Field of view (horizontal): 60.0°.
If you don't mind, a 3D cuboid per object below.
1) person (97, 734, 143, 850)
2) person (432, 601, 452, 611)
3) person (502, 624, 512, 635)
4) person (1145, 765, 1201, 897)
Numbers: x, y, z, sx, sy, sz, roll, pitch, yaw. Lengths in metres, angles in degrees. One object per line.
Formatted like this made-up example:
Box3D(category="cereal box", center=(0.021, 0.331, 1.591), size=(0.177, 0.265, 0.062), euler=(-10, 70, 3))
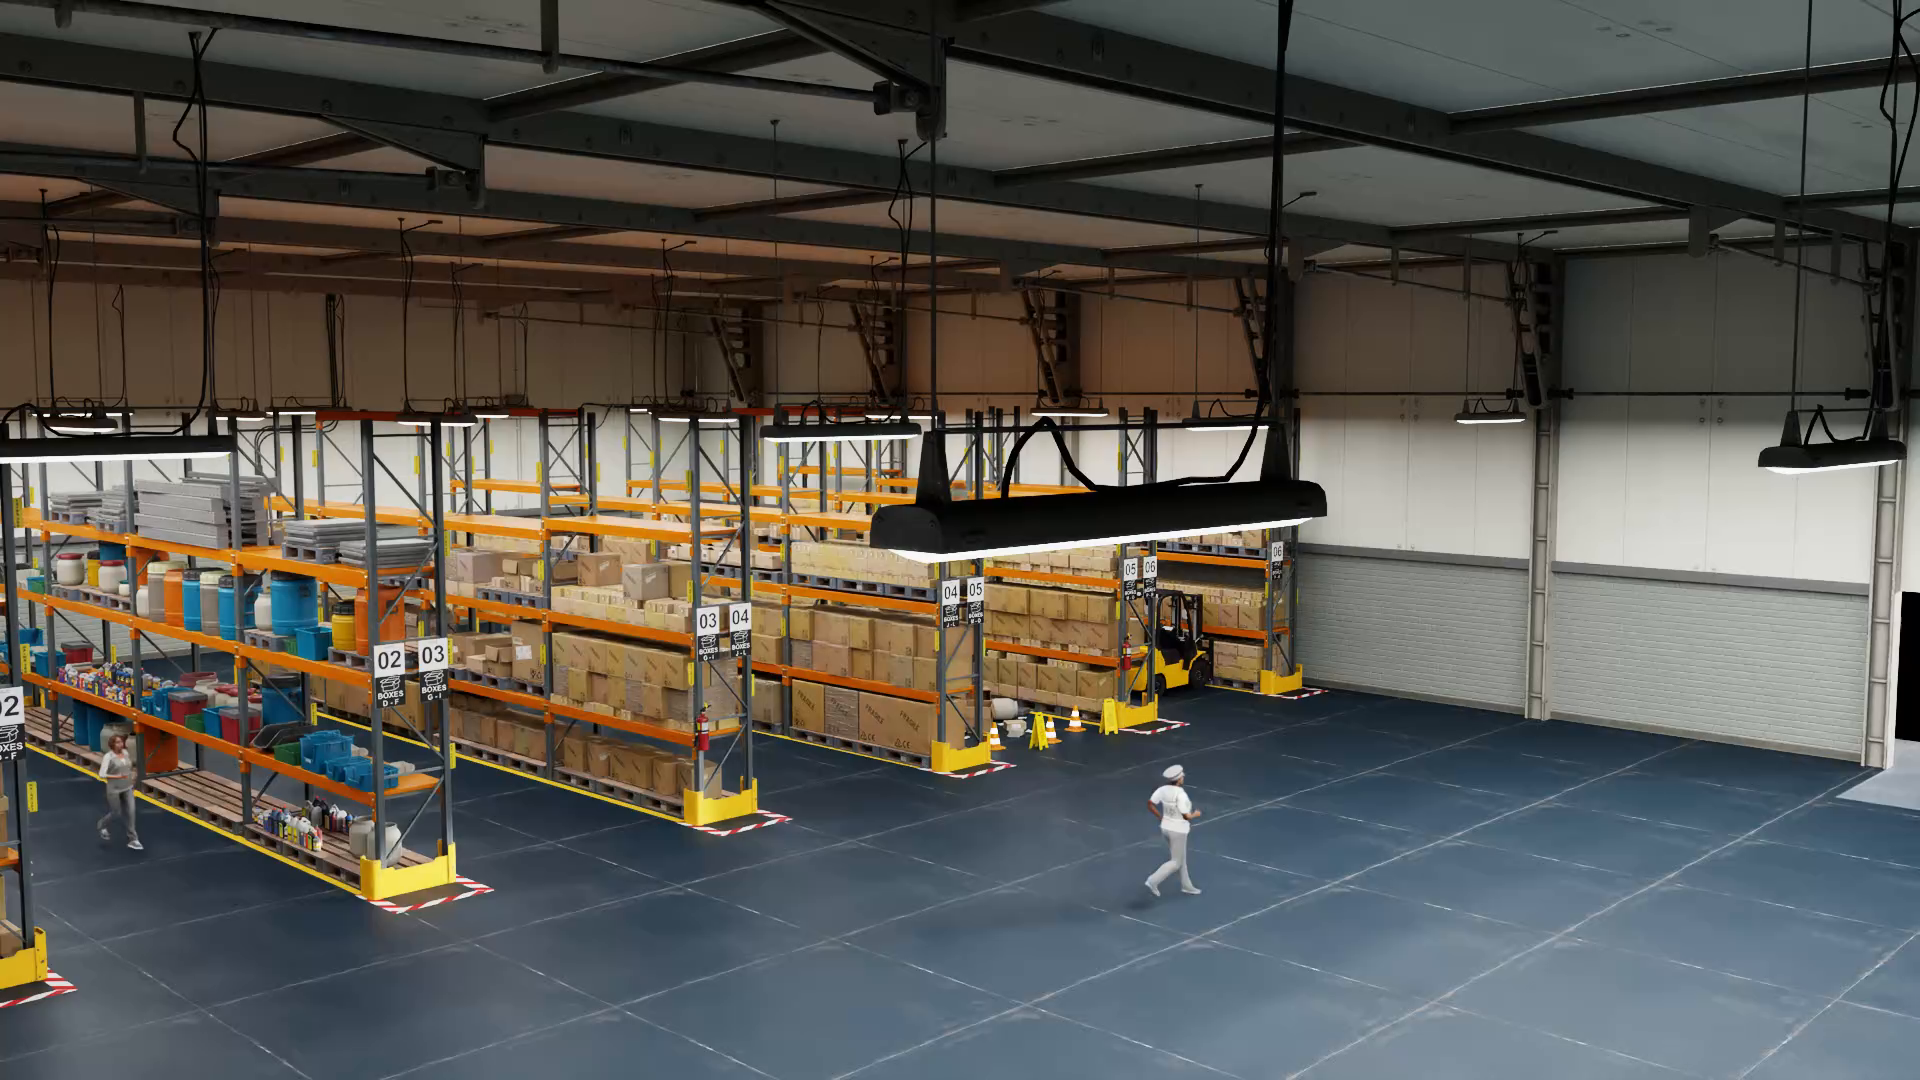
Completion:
Box3D(category="person", center=(-11.659, 3.475, 23.062), size=(0.861, 1.574, 0.541), euler=(3, 6, 30))
Box3D(category="person", center=(-12.649, 1.985, 40.035), size=(0.844, 1.604, 0.662), euler=(-4, 6, -38))
Box3D(category="person", center=(-11.078, 1.900, 40.955), size=(0.465, 1.632, 0.638), euler=(4, 6, 36))
Box3D(category="person", center=(2.658, 3.642, 20.702), size=(0.920, 1.699, 0.579), euler=(-3, 6, -30))
